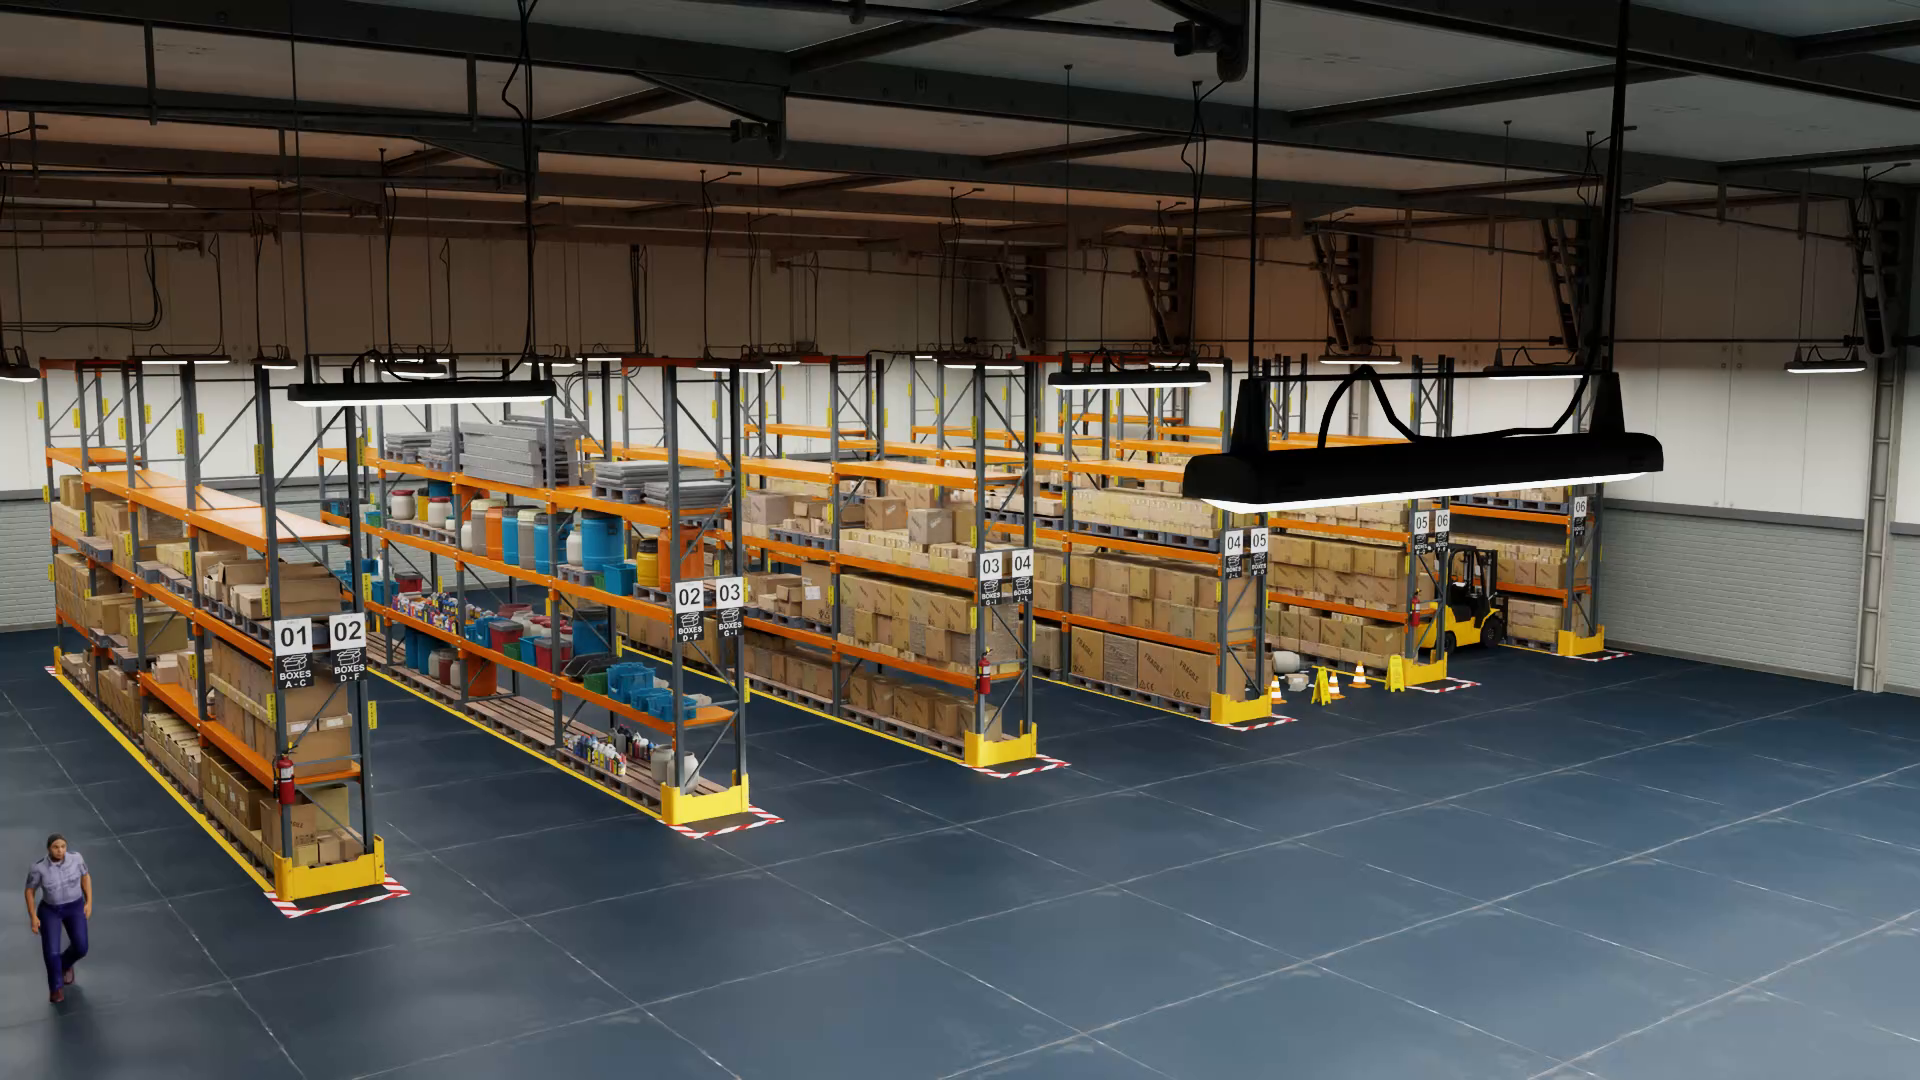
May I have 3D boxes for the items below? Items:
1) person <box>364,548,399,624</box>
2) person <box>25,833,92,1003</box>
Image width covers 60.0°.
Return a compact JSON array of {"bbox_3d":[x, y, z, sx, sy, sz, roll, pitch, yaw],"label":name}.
[{"bbox_3d":[-12.966,1.010,37.094,0.828,1.722,0.530,-2,7,-16],"label":"person"},{"bbox_3d":[-8.745,3.614,16.142,0.571,1.617,0.558,-5,9,-38],"label":"person"}]
